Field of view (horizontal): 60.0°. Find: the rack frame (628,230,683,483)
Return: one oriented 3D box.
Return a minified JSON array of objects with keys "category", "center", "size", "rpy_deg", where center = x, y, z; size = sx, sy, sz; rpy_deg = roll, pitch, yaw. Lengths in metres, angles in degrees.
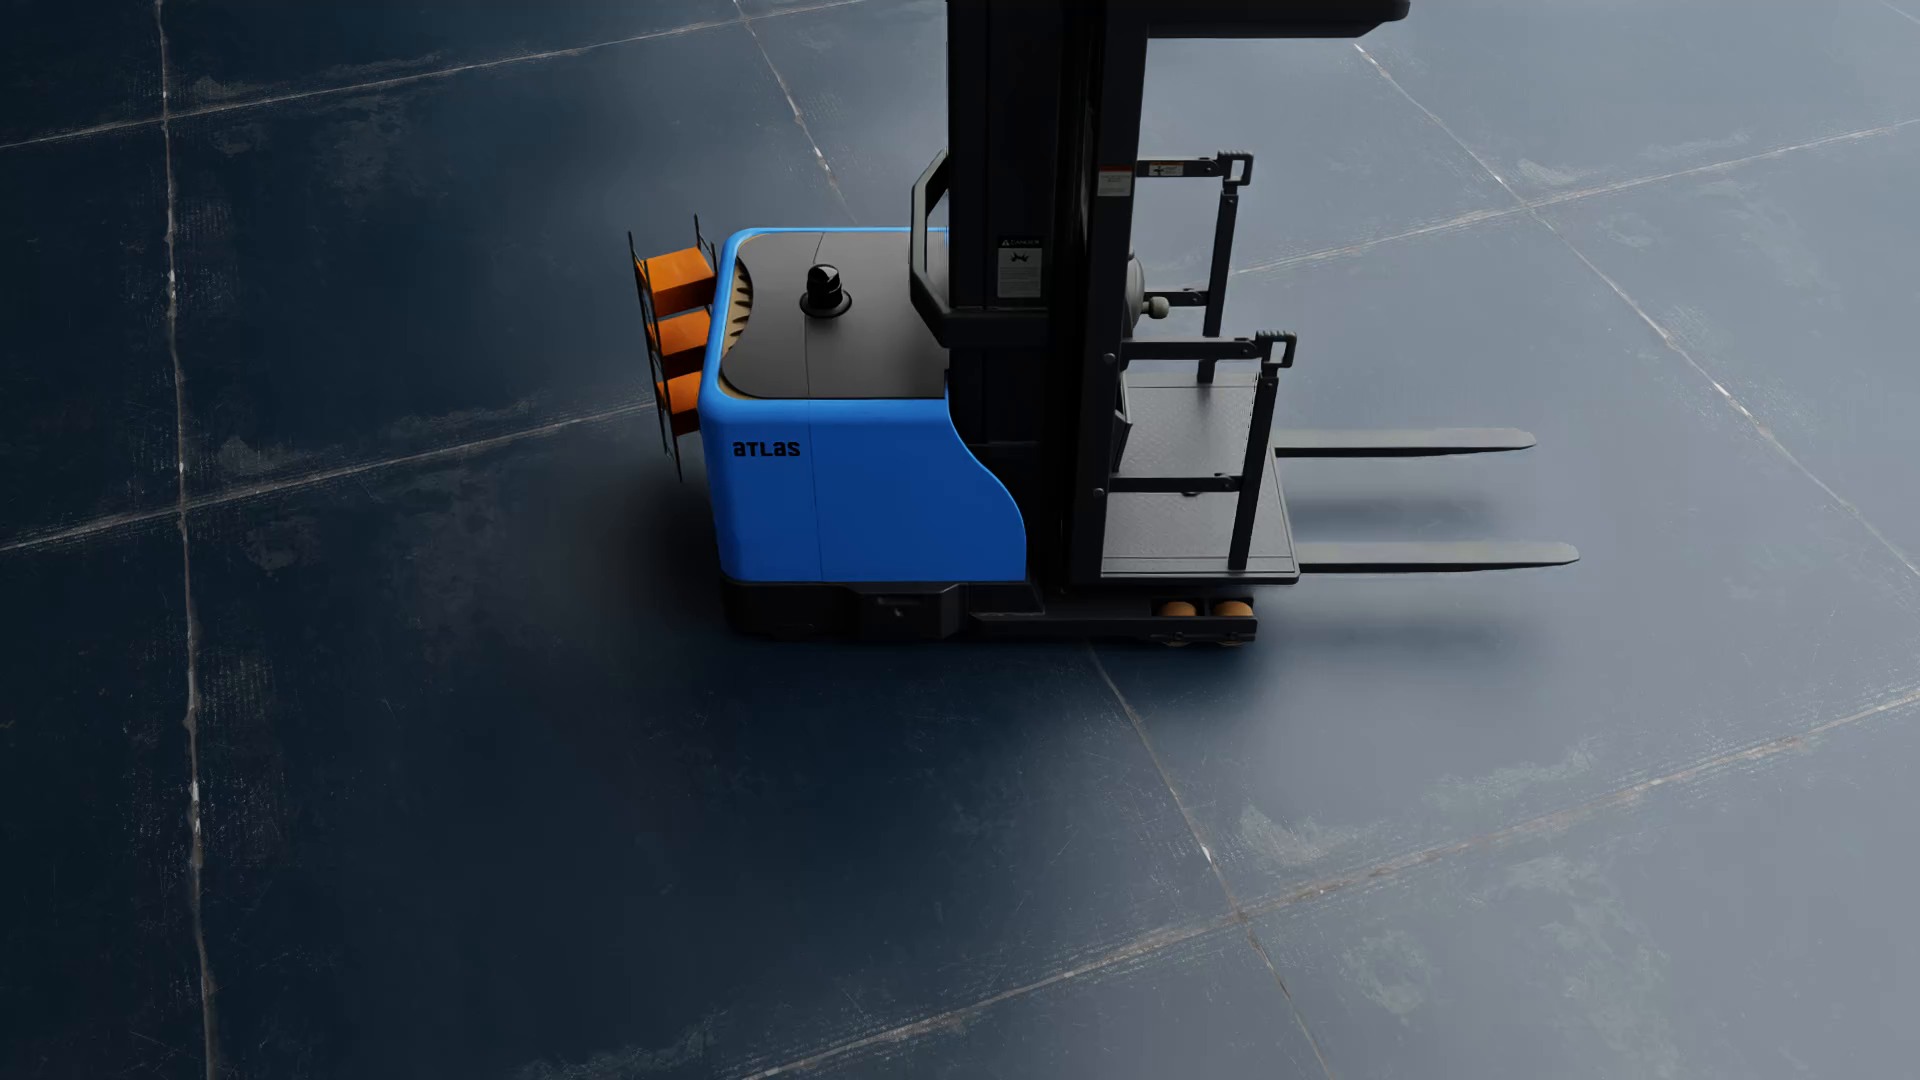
[{"category":"rack frame","center":[-1.125,-0.657,6.163],"size":[0.008,1.050,0.200],"rpy_deg":[-18,48,-17]}]

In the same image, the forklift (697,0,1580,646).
[{"category":"forklift","center":[0.673,-1.039,5.216],"size":[3.031,2.935,1.130],"rpy_deg":[0,45,0]}]

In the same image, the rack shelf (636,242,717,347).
[{"category":"rack shelf","center":[-1.015,-0.887,6.007],"size":[0.240,0.259,0.215],"rpy_deg":[-18,48,-17]}]

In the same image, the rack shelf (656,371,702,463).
[{"category":"rack shelf","center":[-1.014,-0.490,6.404],"size":[0.240,0.259,0.215],"rpy_deg":[-18,48,-17]}]

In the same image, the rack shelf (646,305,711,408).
[{"category":"rack shelf","center":[-1.014,-0.686,6.207],"size":[0.240,0.259,0.215],"rpy_deg":[-18,48,-17]}]

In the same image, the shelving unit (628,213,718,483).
[{"category":"shelving unit","center":[-1.014,-0.694,6.200],"size":[0.252,1.050,0.215],"rpy_deg":[-18,48,-17]}]

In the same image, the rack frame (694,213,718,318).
[{"category":"rack frame","center":[-0.904,-0.730,6.236],"size":[0.008,1.050,0.200],"rpy_deg":[-18,48,-17]}]
